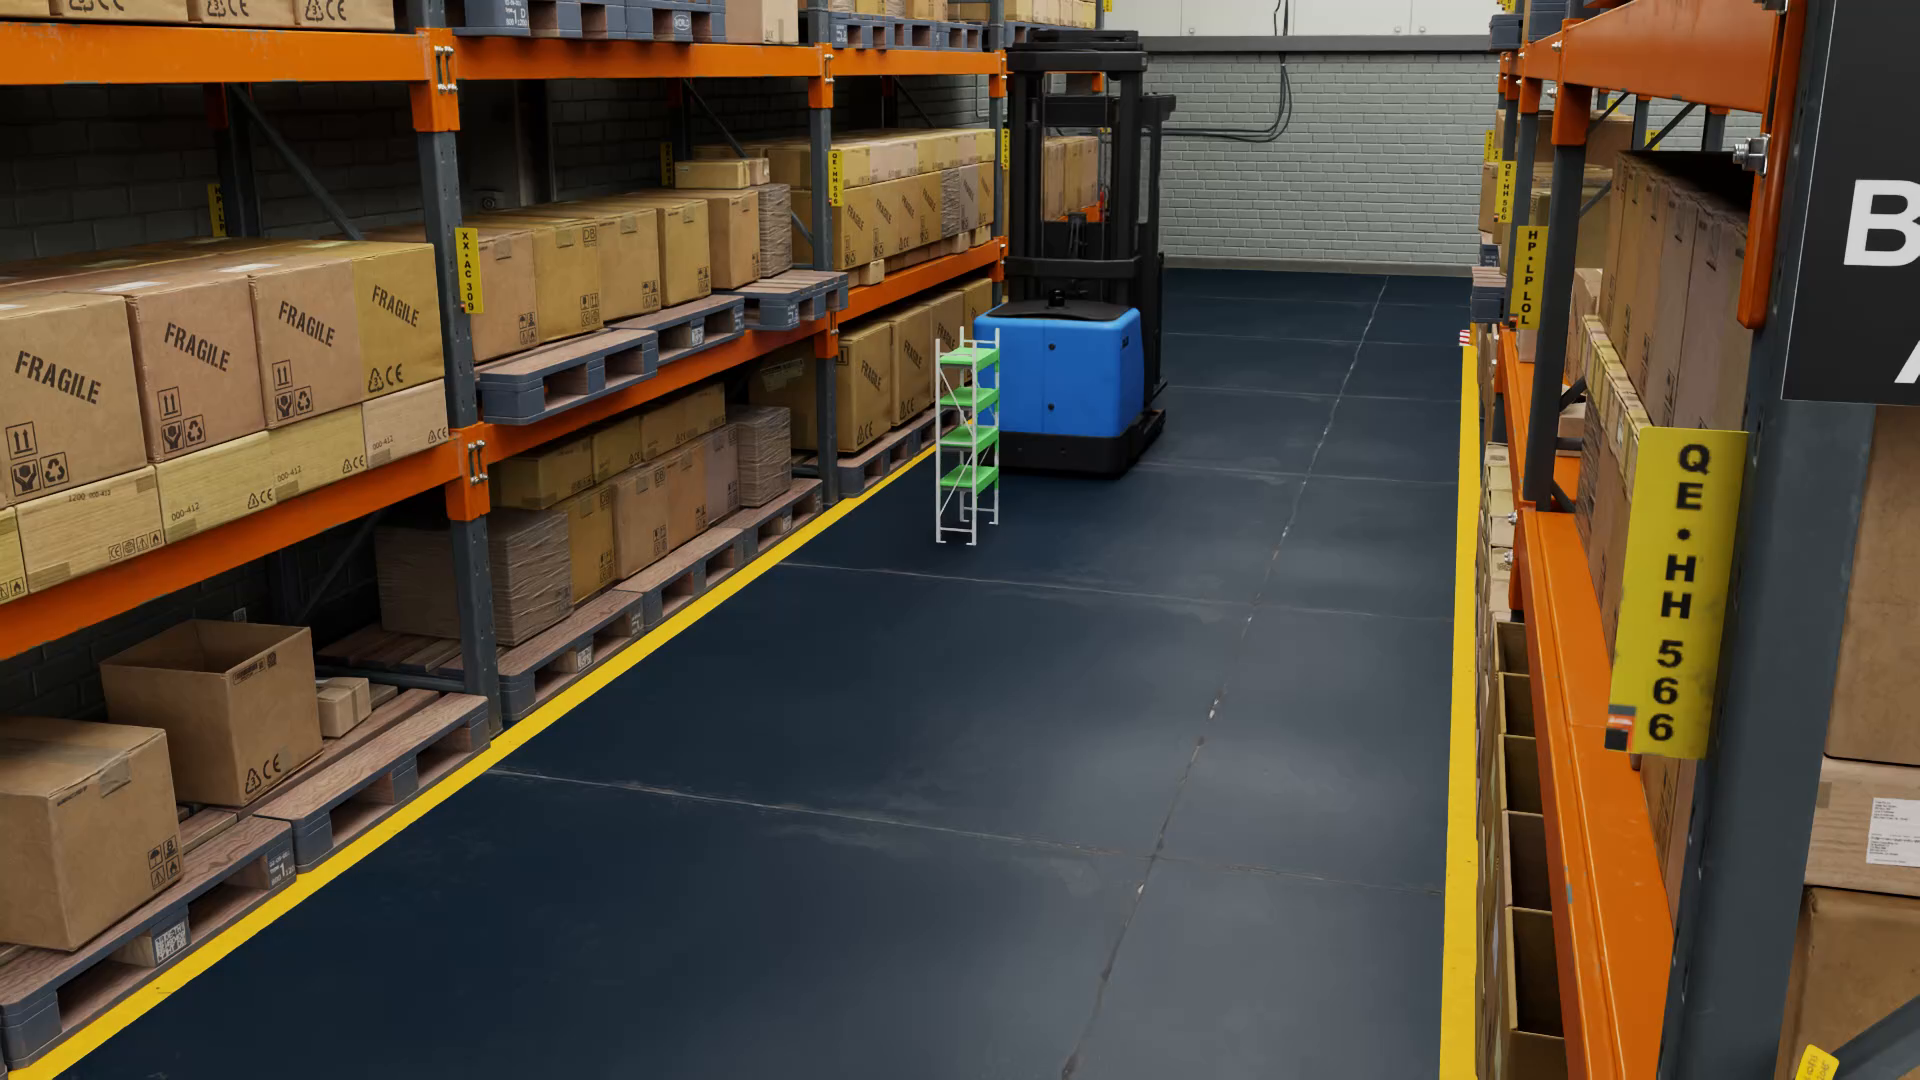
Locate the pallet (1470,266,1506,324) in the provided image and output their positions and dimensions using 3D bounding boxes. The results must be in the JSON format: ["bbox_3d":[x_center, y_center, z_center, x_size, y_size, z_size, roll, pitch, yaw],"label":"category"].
[{"bbox_3d":[3.599,-1.413,9.664,1.213,0.211,1.003,5,16,16],"label":"pallet"}]

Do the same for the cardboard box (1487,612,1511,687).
[{"bbox_3d":[2.177,0.447,5.998,0.500,0.311,0.500,5,16,16],"label":"cardboard box"}]

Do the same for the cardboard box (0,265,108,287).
[{"bbox_3d":[-3.045,-0.585,5.260,0.500,0.500,0.500,5,17,17],"label":"cardboard box"}]

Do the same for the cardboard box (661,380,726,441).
[{"bbox_3d":[-1.653,-0.739,9.336,0.500,0.250,0.500,5,17,17],"label":"cardboard box"}]

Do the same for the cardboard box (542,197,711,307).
[{"bbox_3d":[-1.733,-1.514,8.679,0.700,0.500,0.500,5,16,16],"label":"cardboard box"}]

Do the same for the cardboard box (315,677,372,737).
[{"bbox_3d":[-2.537,0.635,6.480,0.380,0.166,0.250,2,16,9],"label":"cardboard box"}]

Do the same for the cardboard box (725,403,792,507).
[{"bbox_3d":[-1.431,-0.522,9.947,0.700,0.500,0.500,5,17,17],"label":"cardboard box"}]

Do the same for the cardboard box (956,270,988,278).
[{"bbox_3d":[0.161,-2.436,15.542,0.380,0.149,0.250,4,16,14],"label":"cardboard box"}]

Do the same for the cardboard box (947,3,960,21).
[{"bbox_3d":[-0.170,-4.570,14.270,0.500,0.250,0.500,5,17,16],"label":"cardboard box"}]

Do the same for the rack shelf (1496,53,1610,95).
[{"bbox_3d":[5.179,-3.989,14.217,1.077,0.370,4.000,5,16,16],"label":"rack shelf"}]

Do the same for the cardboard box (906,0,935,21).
[{"bbox_3d":[-0.591,-4.082,12.238,0.700,0.500,0.500,4,16,15],"label":"cardboard box"}]

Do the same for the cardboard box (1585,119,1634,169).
[{"bbox_3d":[5.014,-2.999,12.891,0.500,0.500,0.500,5,17,17],"label":"cardboard box"}]

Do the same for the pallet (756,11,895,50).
[{"bbox_3d":[-1.144,-3.230,10.570,1.213,0.211,1.003,5,17,18],"label":"pallet"}]

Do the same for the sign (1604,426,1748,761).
[{"bbox_3d":[0.684,0.054,1.586,0.100,0.325,0.005,5,16,16],"label":"sign"}]

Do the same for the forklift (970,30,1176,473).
[{"bbox_3d":[0.958,-2.222,12.294,1.130,2.935,3.031,4,16,15],"label":"forklift"}]

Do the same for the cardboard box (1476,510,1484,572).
[{"bbox_3d":[2.902,0.044,8.445,0.500,0.250,0.500,4,16,14],"label":"cardboard box"}]

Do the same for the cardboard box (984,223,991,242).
[{"bbox_3d":[0.035,-2.530,13.677,0.380,0.149,0.250,5,17,16],"label":"cardboard box"}]

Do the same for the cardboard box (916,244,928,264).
[{"bbox_3d":[-0.454,-2.133,12.275,0.380,0.149,0.250,5,17,18],"label":"cardboard box"}]

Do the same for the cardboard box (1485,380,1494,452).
[{"bbox_3d":[3.662,-0.730,10.679,0.500,0.500,0.500,4,16,14],"label":"cardboard box"}]

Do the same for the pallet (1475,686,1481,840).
[{"bbox_3d":[2.509,0.870,6.375,1.003,0.211,1.213,5,16,16],"label":"pallet"}]

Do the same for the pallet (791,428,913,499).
[{"bbox_3d":[-0.980,-0.564,11.432,1.003,0.211,1.213,5,16,16],"label":"pallet"}]

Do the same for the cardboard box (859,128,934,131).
[{"bbox_3d":[-0.520,-3.213,13.522,0.500,0.250,0.500,5,17,18],"label":"cardboard box"}]

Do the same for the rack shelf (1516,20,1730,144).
[{"bbox_3d":[2.906,-1.896,6.838,1.077,0.370,4.000,5,16,16],"label":"rack shelf"}]

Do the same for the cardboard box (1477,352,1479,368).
[{"bbox_3d":[4.550,-1.483,13.978,0.380,0.149,0.250,5,16,16],"label":"cardboard box"}]

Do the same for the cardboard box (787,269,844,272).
[{"bbox_3d":[-0.961,-1.662,10.617,0.380,0.149,0.250,4,16,15],"label":"cardboard box"}]

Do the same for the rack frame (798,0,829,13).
[{"bbox_3d":[-1.277,-4.591,9.526,1.000,3.000,0.127,5,16,16],"label":"rack frame"}]

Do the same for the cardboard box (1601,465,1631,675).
[{"bbox_3d":[1.927,0.062,3.930,0.700,0.500,0.500,5,17,17],"label":"cardboard box"}]

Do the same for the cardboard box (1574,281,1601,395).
[{"bbox_3d":[2.863,-0.792,6.942,0.500,0.500,0.500,5,16,16],"label":"cardboard box"}]

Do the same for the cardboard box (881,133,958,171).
[{"bbox_3d":[-0.327,-2.905,12.435,0.500,0.250,0.500,5,17,17],"label":"cardboard box"}]

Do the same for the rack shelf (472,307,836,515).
[{"bbox_3d":[-1.845,-0.836,8.598,1.077,0.370,4.000,5,16,16],"label":"rack shelf"}]

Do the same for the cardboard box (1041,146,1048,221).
[{"bbox_3d":[0.243,-3.227,15.161,0.980,0.700,0.700,4,16,14],"label":"cardboard box"}]

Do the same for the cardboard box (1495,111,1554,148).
[{"bbox_3d":[5.227,-3.711,15.401,0.500,0.500,0.500,5,17,16],"label":"cardboard box"}]

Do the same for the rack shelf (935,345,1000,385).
[{"bbox_3d":[0.047,-1.021,9.705,0.258,0.148,0.480,5,16,16],"label":"rack shelf"}]

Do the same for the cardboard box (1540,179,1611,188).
[{"bbox_3d":[3.988,-1.970,10.326,0.700,0.500,0.500,8,18,26],"label":"cardboard box"}]

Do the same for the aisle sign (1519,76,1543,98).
[{"bbox_3d":[5.485,-4.706,16.161,0.394,0.787,0.004,5,16,16],"label":"aisle sign"}]

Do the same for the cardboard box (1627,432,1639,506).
[{"bbox_3d":[1.565,-0.110,3.348,0.380,0.149,0.250,4,16,15],"label":"cardboard box"}]

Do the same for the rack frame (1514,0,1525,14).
[{"bbox_3d":[4.611,-5.255,11.865,1.000,3.000,0.127,5,16,16],"label":"rack frame"}]

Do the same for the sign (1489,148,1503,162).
[{"bbox_3d":[4.088,-2.825,12.706,0.100,0.325,0.005,5,16,16],"label":"sign"}]

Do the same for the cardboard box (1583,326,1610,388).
[{"bbox_3d":[2.004,-0.515,4.776,0.380,0.149,0.250,5,17,17],"label":"cardboard box"}]

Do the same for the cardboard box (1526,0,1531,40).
[{"bbox_3d":[3.566,-2.930,8.982,0.910,0.500,0.500,5,16,16],"label":"cardboard box"}]

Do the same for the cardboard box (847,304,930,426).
[{"bbox_3d":[-0.687,-1.284,12.029,0.750,0.750,0.750,5,16,16],"label":"cardboard box"}]

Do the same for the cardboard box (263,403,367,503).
[{"bbox_3d":[-2.407,-0.319,5.696,0.500,0.250,0.500,5,17,16],"label":"cardboard box"}]

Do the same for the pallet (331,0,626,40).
[{"bbox_3d":[-2.136,-2.165,6.812,1.213,0.211,1.003,5,16,16],"label":"pallet"}]

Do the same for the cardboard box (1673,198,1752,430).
[{"bbox_3d":[1.647,-0.306,2.852,0.700,0.500,0.500,5,16,16],"label":"cardboard box"}]

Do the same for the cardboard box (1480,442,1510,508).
[{"bbox_3d":[3.043,-0.357,8.832,0.500,0.311,0.500,5,17,18],"label":"cardboard box"}]

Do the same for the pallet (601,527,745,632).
[{"bbox_3d":[-1.849,0.159,8.883,1.003,0.211,1.213,5,16,16],"label":"pallet"}]

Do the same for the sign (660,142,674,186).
[{"bbox_3d":[-1.810,-2.305,10.335,0.100,0.325,0.005,5,16,16],"label":"sign"}]

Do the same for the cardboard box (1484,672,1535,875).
[{"bbox_3d":[1.771,0.713,4.714,0.500,0.500,0.500,5,16,16],"label":"cardboard box"}]

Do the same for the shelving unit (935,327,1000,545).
[{"bbox_3d":[0.047,-0.621,9.818,0.258,1.200,0.503,5,16,16],"label":"shelving unit"}]

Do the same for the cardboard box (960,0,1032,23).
[{"bbox_3d":[0.309,-4.533,14.140,0.500,0.250,0.500,5,16,16],"label":"cardboard box"}]

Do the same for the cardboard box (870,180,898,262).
[{"bbox_3d":[-0.735,-2.150,11.146,0.500,0.500,0.500,5,17,18],"label":"cardboard box"}]
